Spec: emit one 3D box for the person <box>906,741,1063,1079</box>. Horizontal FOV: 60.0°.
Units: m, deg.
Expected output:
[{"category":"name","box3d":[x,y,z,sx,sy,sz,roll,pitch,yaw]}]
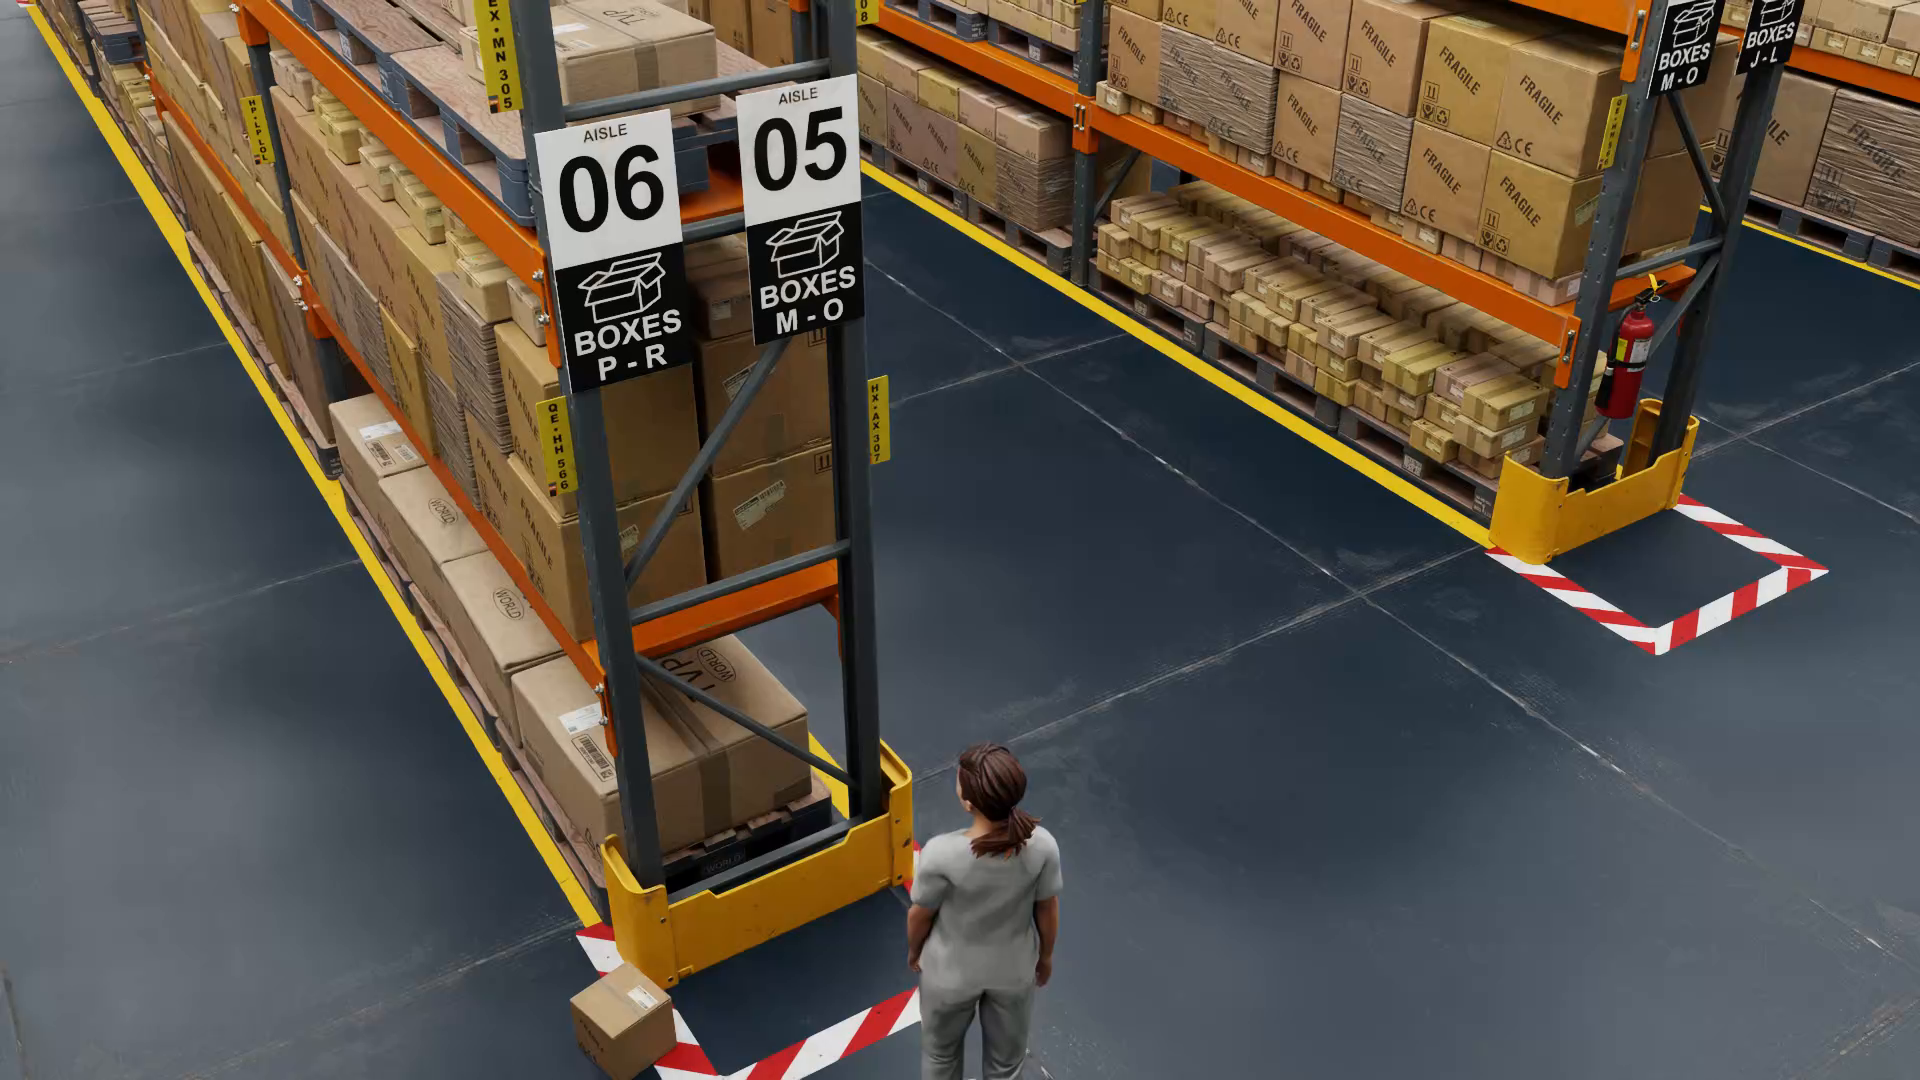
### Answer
[{"category":"person","box3d":[0.068,1.291,5.100,0.465,1.683,0.385,-4,33,-7]}]
